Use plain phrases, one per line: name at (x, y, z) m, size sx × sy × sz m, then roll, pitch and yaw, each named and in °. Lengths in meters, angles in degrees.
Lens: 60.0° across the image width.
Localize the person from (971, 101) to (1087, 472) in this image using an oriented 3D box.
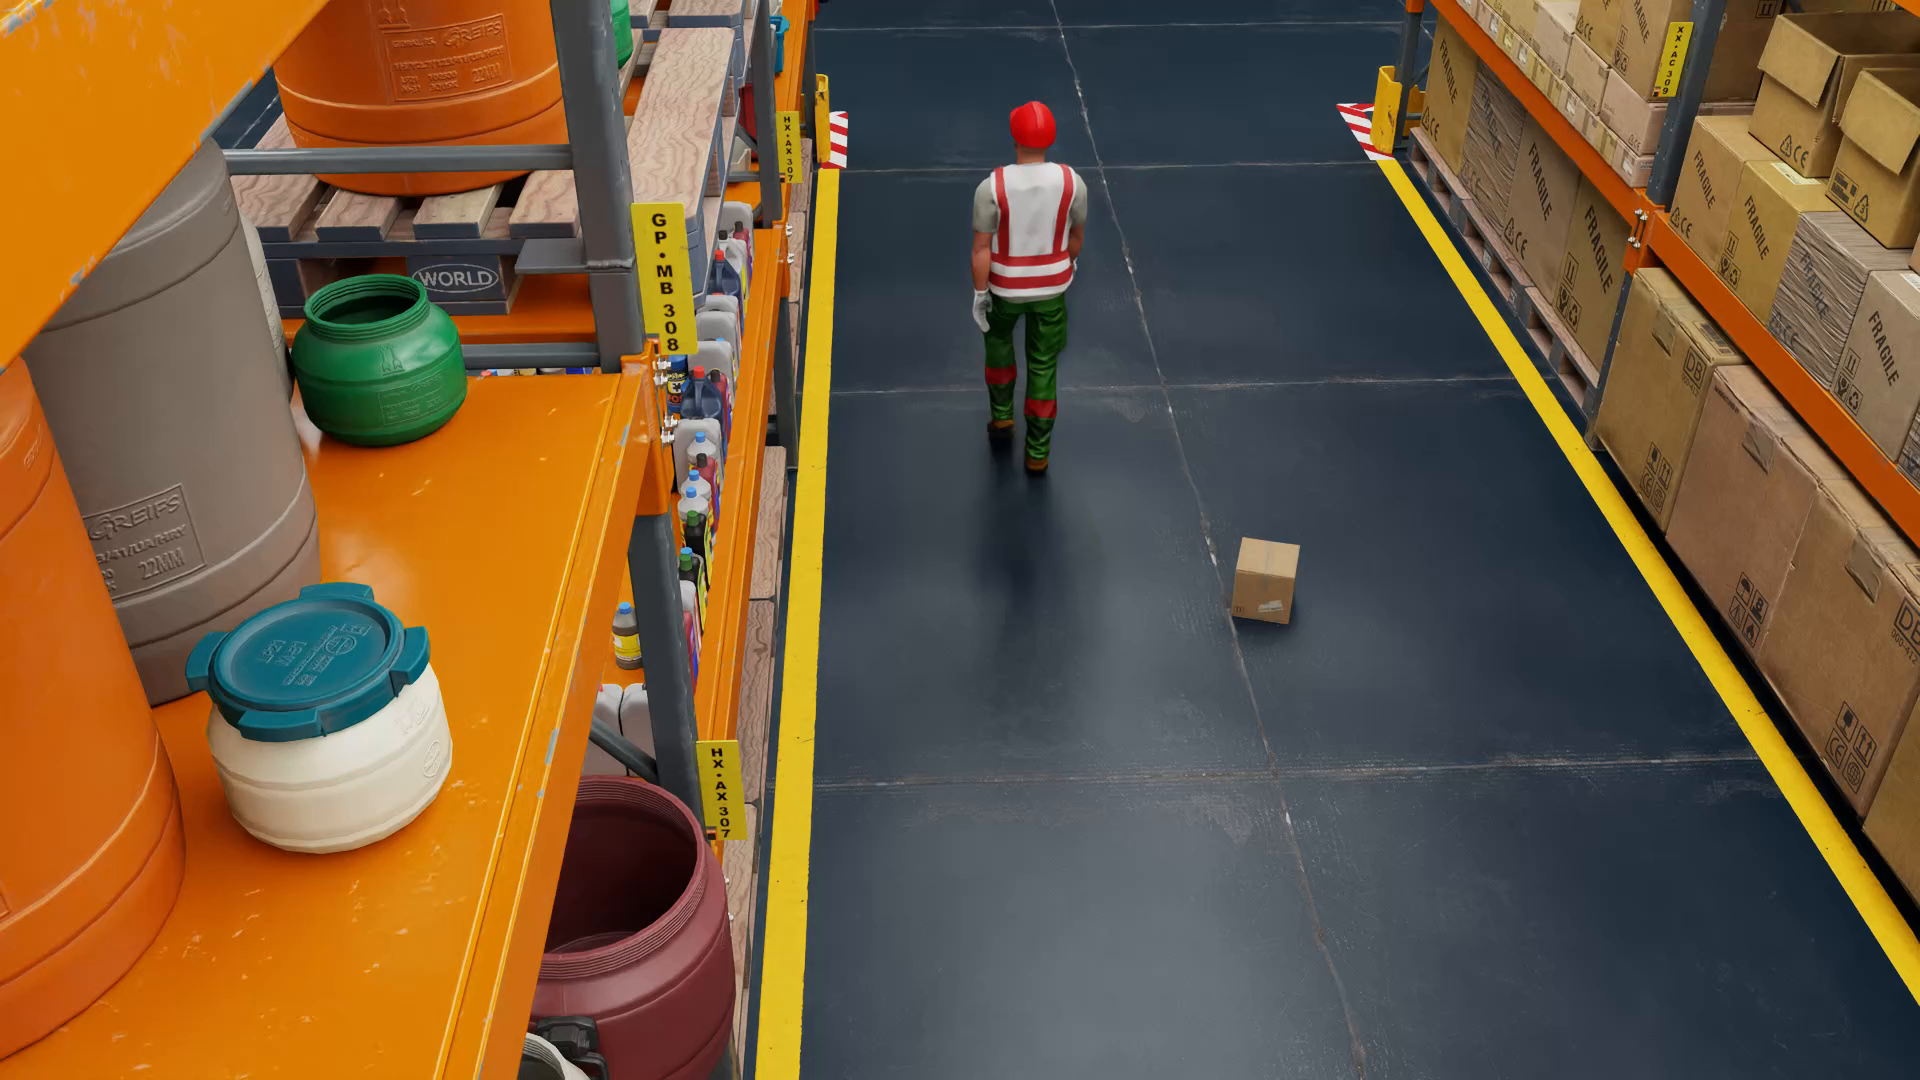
person at (0.311, -1.186, 7.842) m, size 0.538 × 1.847 × 0.590 m, roll -1°, pitch 35°, yaw -2°
